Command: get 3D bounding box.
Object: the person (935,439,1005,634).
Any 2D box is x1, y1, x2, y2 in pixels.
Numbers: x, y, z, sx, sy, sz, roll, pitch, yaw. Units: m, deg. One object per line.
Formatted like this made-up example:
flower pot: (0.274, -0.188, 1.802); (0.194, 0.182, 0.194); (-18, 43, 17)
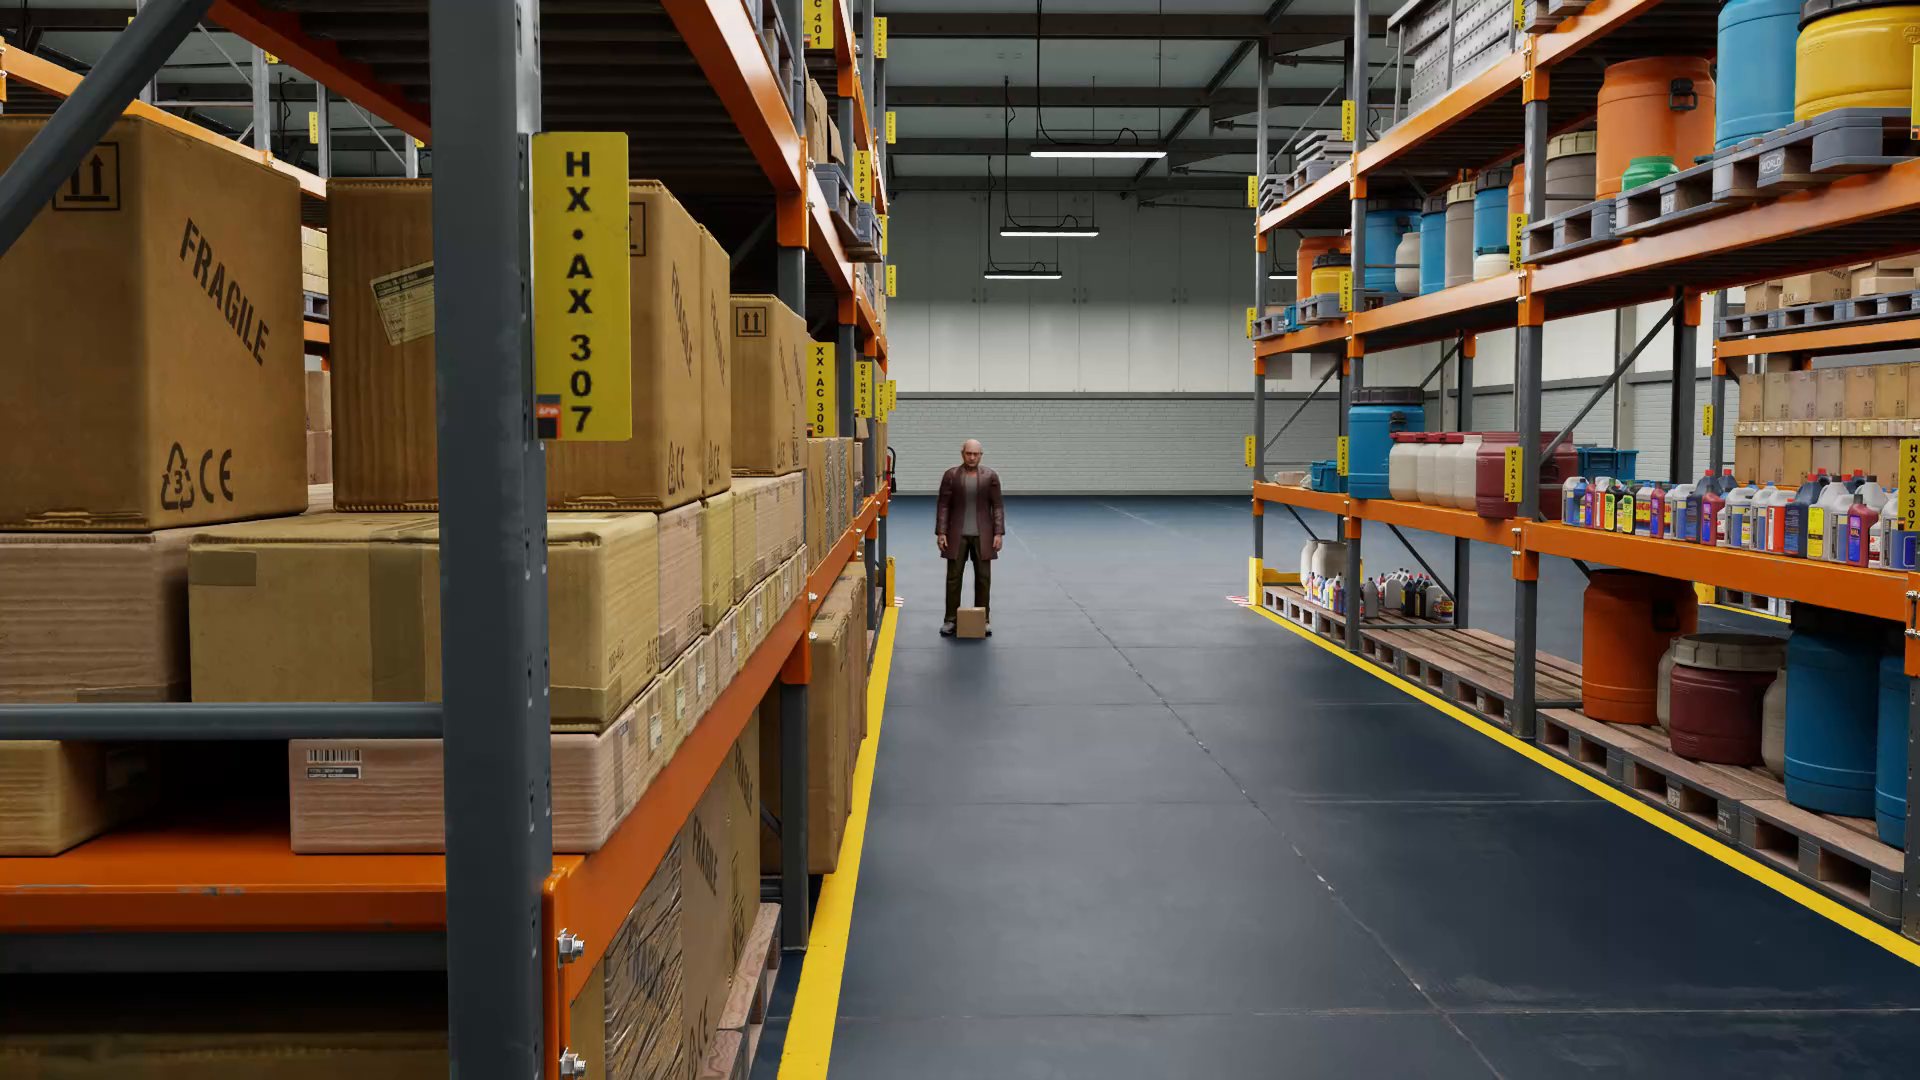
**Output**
person: (0.092, -0.033, 15.207); (0.644, 1.774, 0.425); (0, 4, 0)
